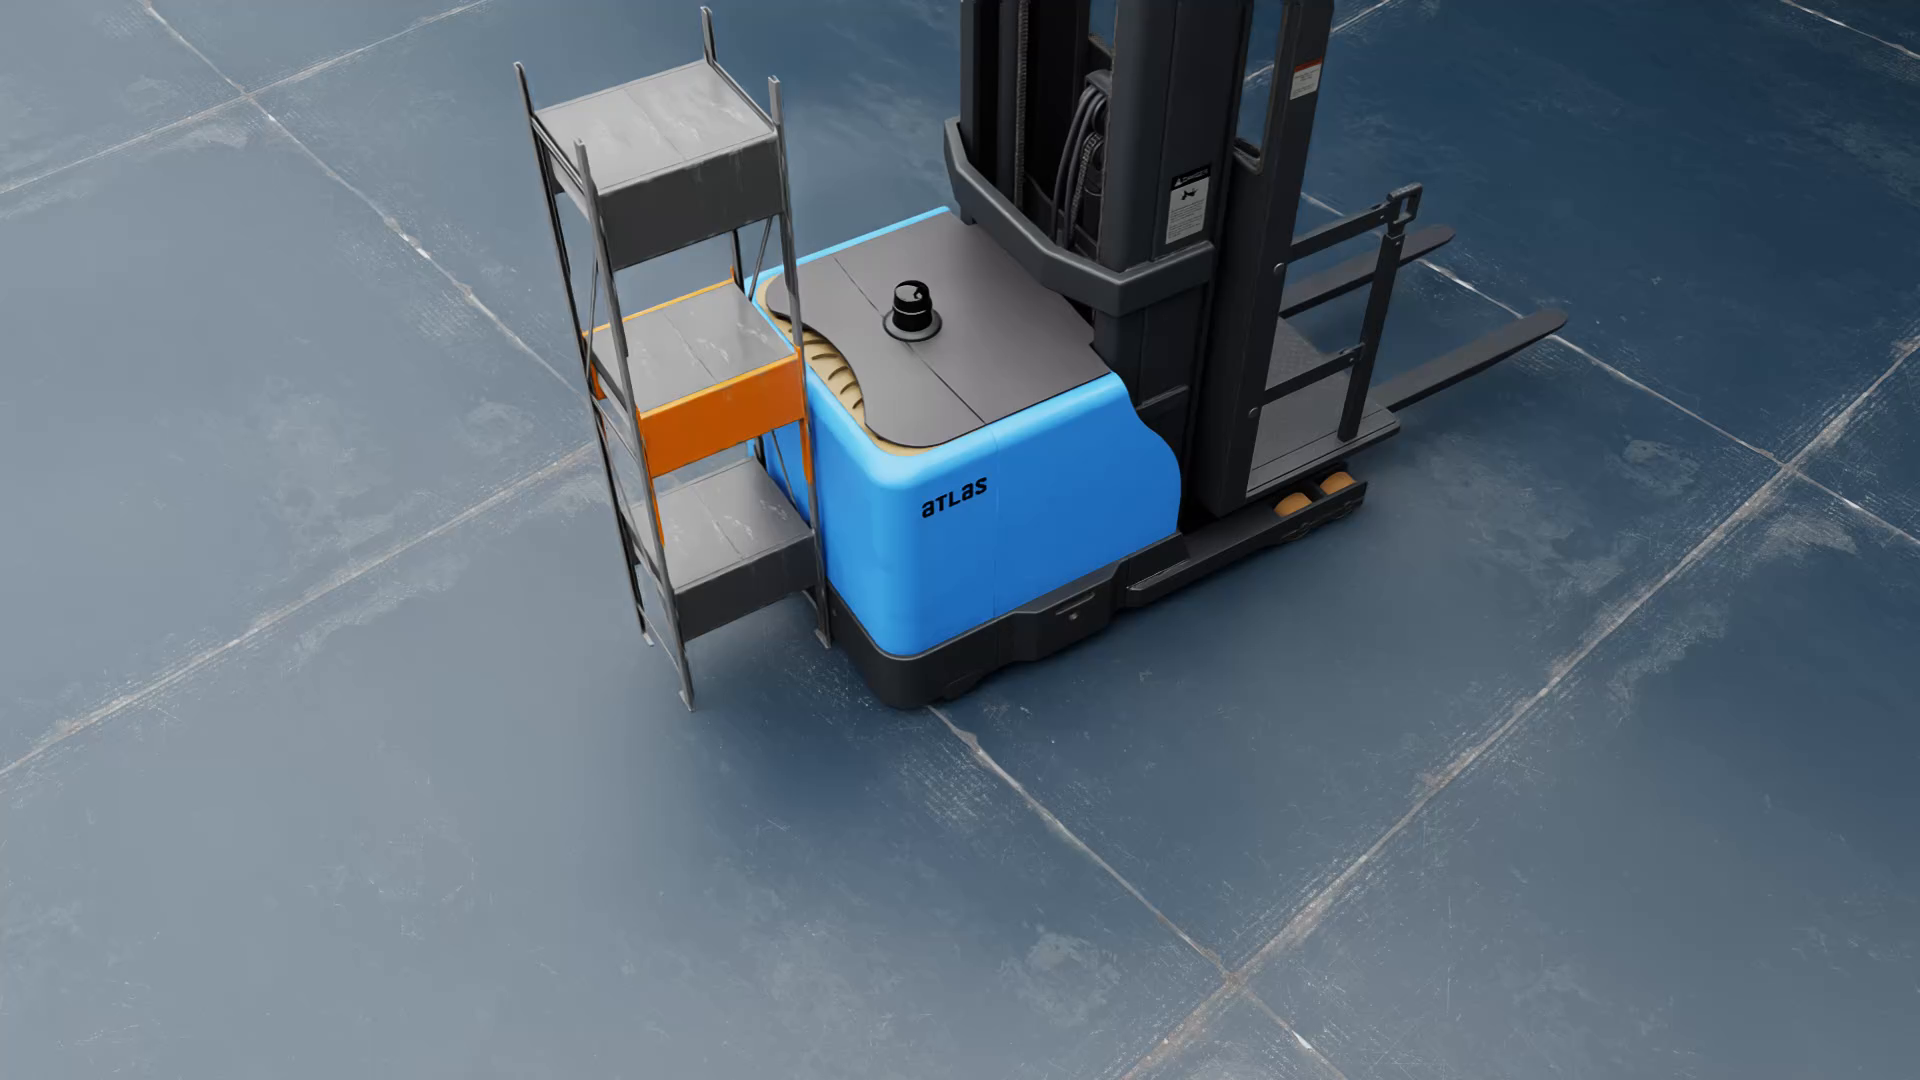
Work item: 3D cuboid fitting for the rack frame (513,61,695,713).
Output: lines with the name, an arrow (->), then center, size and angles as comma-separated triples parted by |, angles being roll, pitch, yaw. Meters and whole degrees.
rack frame -> -0.947, -0.294, 4.592 | 0.015, 2.100, 0.400 | -24, 52, -21

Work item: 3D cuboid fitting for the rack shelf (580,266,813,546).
rack shelf -> -0.739, -0.378, 4.689 | 0.480, 0.518, 0.431 | -24, 52, -21

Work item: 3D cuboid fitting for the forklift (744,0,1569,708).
forklift -> 0.814, -1.302, 4.957 | 3.031, 2.935, 1.130 | -24, 52, -21

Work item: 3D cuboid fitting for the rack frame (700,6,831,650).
rack frame -> -0.531, -0.481, 4.765 | 0.015, 2.100, 0.400 | -24, 52, -21

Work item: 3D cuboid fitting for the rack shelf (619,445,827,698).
rack shelf -> -0.739, 0.097, 5.203 | 0.480, 0.518, 0.431 | -24, 52, -21

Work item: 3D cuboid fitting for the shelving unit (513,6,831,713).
shelving unit -> -0.739, -0.387, 4.679 | 0.503, 2.100, 0.431 | -24, 52, -21

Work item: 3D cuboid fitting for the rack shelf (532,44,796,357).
rack shelf -> -0.739, -0.853, 4.174 | 0.480, 0.518, 0.431 | -24, 52, -21
